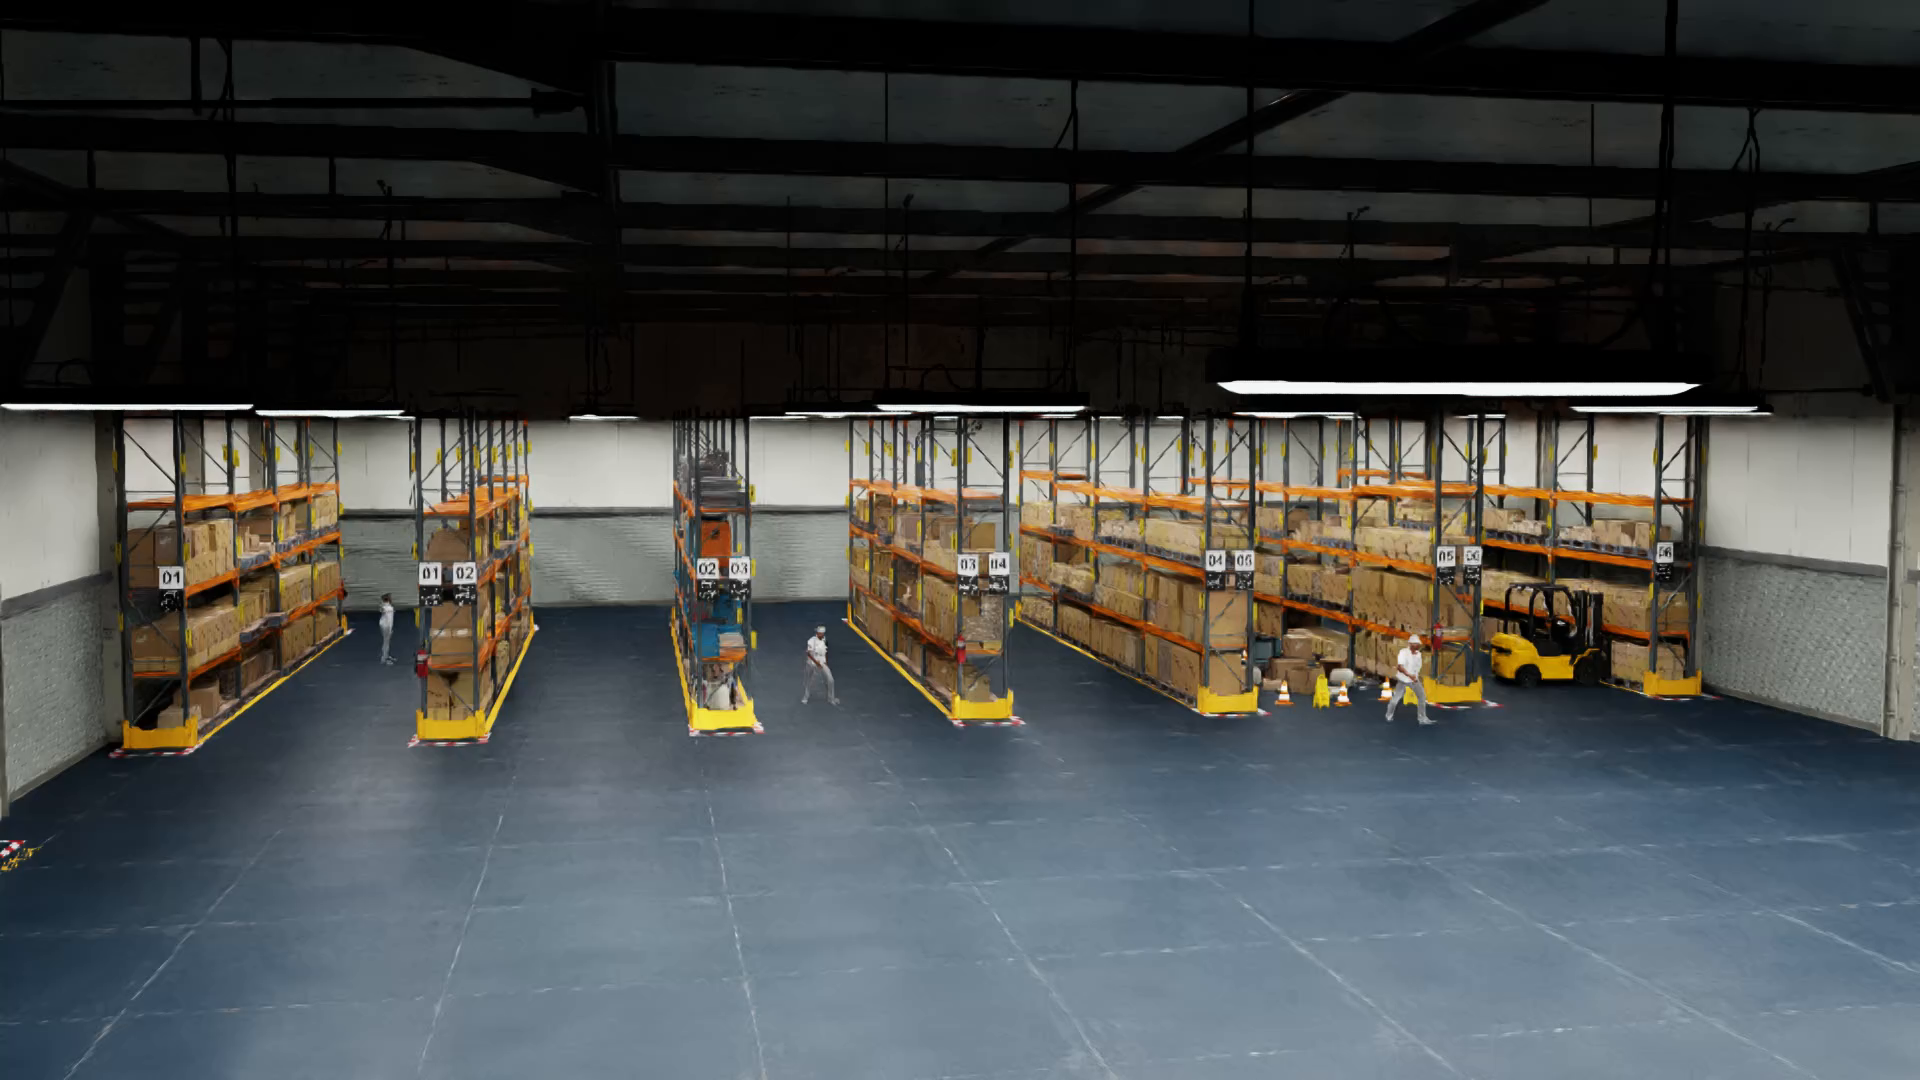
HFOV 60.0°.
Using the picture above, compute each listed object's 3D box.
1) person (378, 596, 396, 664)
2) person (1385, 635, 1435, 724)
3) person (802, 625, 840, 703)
[{"bbox_3d":[-13.545,2.079,39.408,0.433,1.664,0.553,-3,5,-37],"label":"person"},{"bbox_3d":[8.488,2.618,31.499,0.699,1.684,0.840,-2,5,-28],"label":"person"},{"bbox_3d":[-2.877,2.510,33.798,0.624,1.615,0.776,-2,5,-31],"label":"person"}]
